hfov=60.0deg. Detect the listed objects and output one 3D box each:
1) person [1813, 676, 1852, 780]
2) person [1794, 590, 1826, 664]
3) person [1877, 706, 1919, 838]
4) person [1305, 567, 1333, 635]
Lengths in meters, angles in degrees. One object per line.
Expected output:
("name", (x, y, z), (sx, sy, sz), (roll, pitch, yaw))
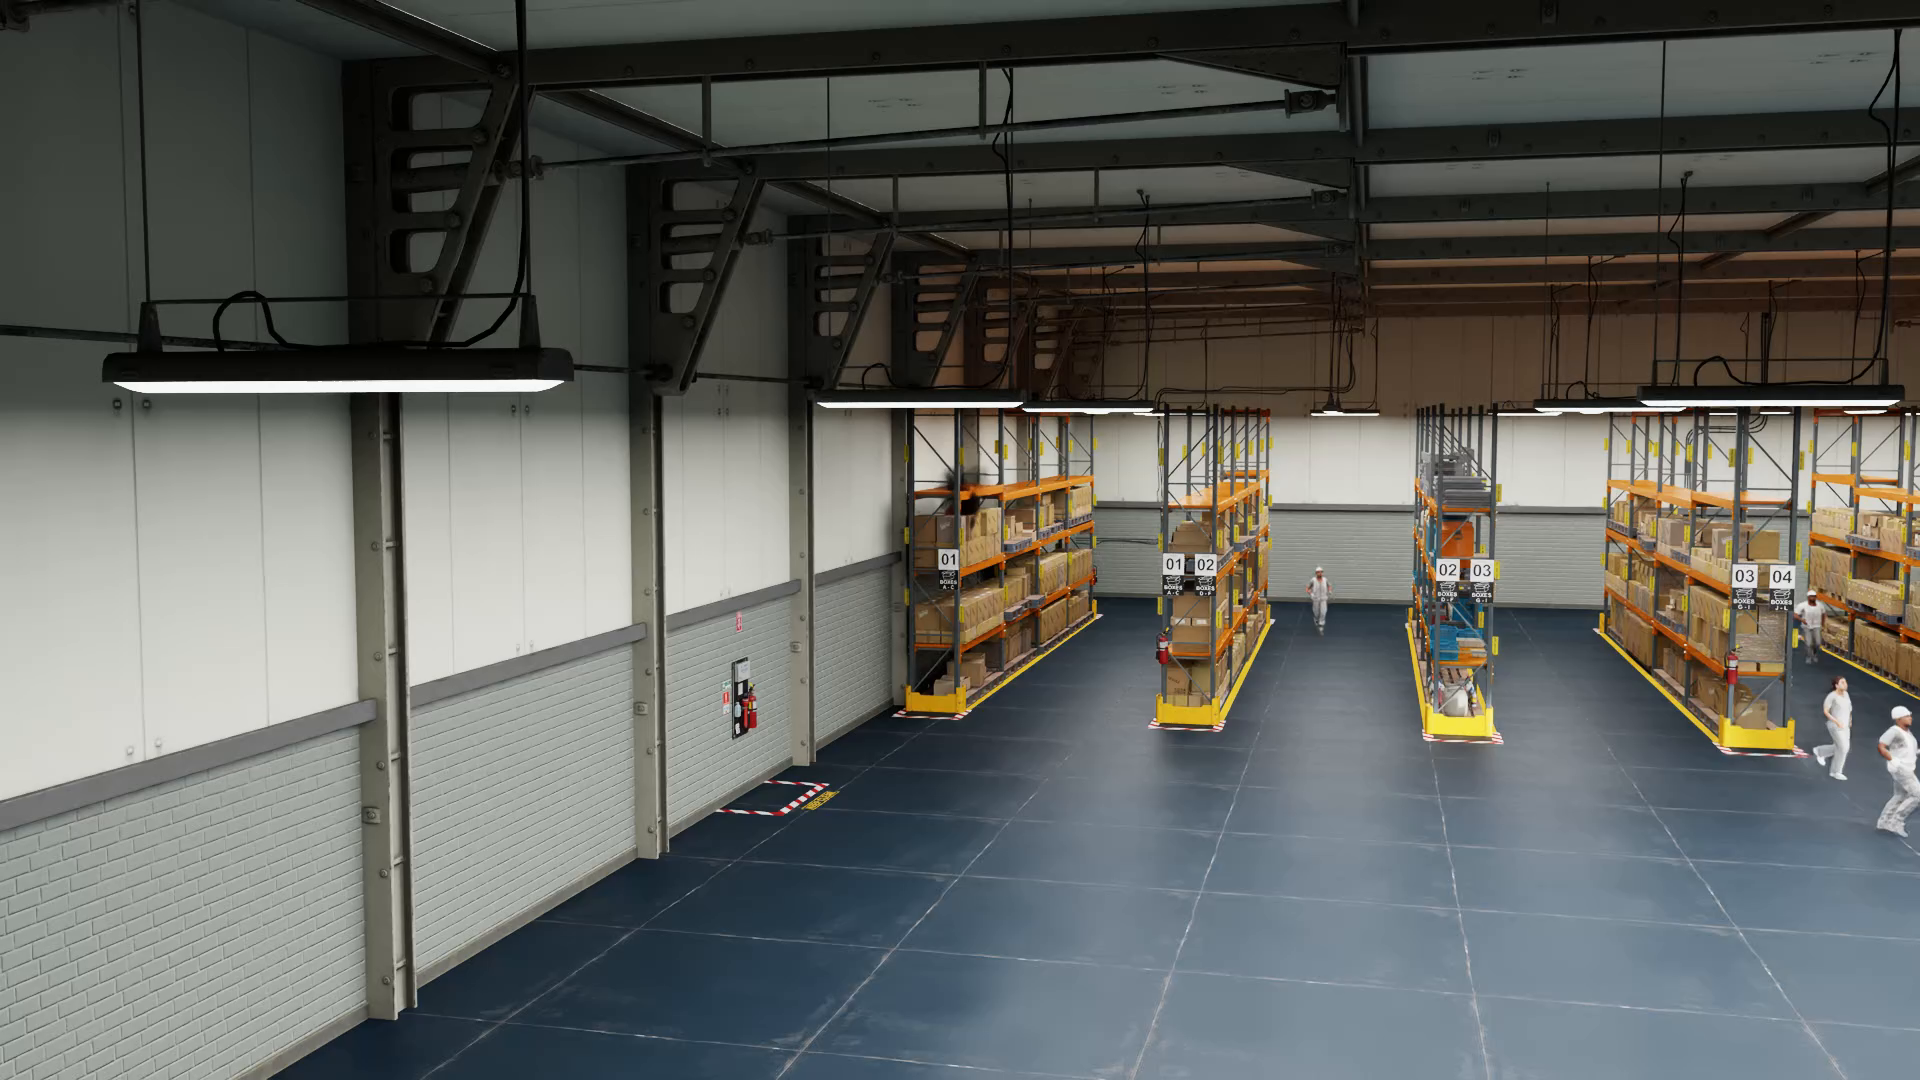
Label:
("person", (13.974, 2.974, 26.635), (0.572, 1.652, 0.638), (-2, 5, -26))
("person", (19.792, 2.035, 38.666), (0.700, 1.725, 0.571), (1, 4, 16))
("person", (12.969, 3.181, 22.797), (0.660, 1.795, 0.660), (3, 5, 35))
("person", (9.582, 1.626, 44.373), (0.710, 1.794, 0.762), (0, 4, -1))
